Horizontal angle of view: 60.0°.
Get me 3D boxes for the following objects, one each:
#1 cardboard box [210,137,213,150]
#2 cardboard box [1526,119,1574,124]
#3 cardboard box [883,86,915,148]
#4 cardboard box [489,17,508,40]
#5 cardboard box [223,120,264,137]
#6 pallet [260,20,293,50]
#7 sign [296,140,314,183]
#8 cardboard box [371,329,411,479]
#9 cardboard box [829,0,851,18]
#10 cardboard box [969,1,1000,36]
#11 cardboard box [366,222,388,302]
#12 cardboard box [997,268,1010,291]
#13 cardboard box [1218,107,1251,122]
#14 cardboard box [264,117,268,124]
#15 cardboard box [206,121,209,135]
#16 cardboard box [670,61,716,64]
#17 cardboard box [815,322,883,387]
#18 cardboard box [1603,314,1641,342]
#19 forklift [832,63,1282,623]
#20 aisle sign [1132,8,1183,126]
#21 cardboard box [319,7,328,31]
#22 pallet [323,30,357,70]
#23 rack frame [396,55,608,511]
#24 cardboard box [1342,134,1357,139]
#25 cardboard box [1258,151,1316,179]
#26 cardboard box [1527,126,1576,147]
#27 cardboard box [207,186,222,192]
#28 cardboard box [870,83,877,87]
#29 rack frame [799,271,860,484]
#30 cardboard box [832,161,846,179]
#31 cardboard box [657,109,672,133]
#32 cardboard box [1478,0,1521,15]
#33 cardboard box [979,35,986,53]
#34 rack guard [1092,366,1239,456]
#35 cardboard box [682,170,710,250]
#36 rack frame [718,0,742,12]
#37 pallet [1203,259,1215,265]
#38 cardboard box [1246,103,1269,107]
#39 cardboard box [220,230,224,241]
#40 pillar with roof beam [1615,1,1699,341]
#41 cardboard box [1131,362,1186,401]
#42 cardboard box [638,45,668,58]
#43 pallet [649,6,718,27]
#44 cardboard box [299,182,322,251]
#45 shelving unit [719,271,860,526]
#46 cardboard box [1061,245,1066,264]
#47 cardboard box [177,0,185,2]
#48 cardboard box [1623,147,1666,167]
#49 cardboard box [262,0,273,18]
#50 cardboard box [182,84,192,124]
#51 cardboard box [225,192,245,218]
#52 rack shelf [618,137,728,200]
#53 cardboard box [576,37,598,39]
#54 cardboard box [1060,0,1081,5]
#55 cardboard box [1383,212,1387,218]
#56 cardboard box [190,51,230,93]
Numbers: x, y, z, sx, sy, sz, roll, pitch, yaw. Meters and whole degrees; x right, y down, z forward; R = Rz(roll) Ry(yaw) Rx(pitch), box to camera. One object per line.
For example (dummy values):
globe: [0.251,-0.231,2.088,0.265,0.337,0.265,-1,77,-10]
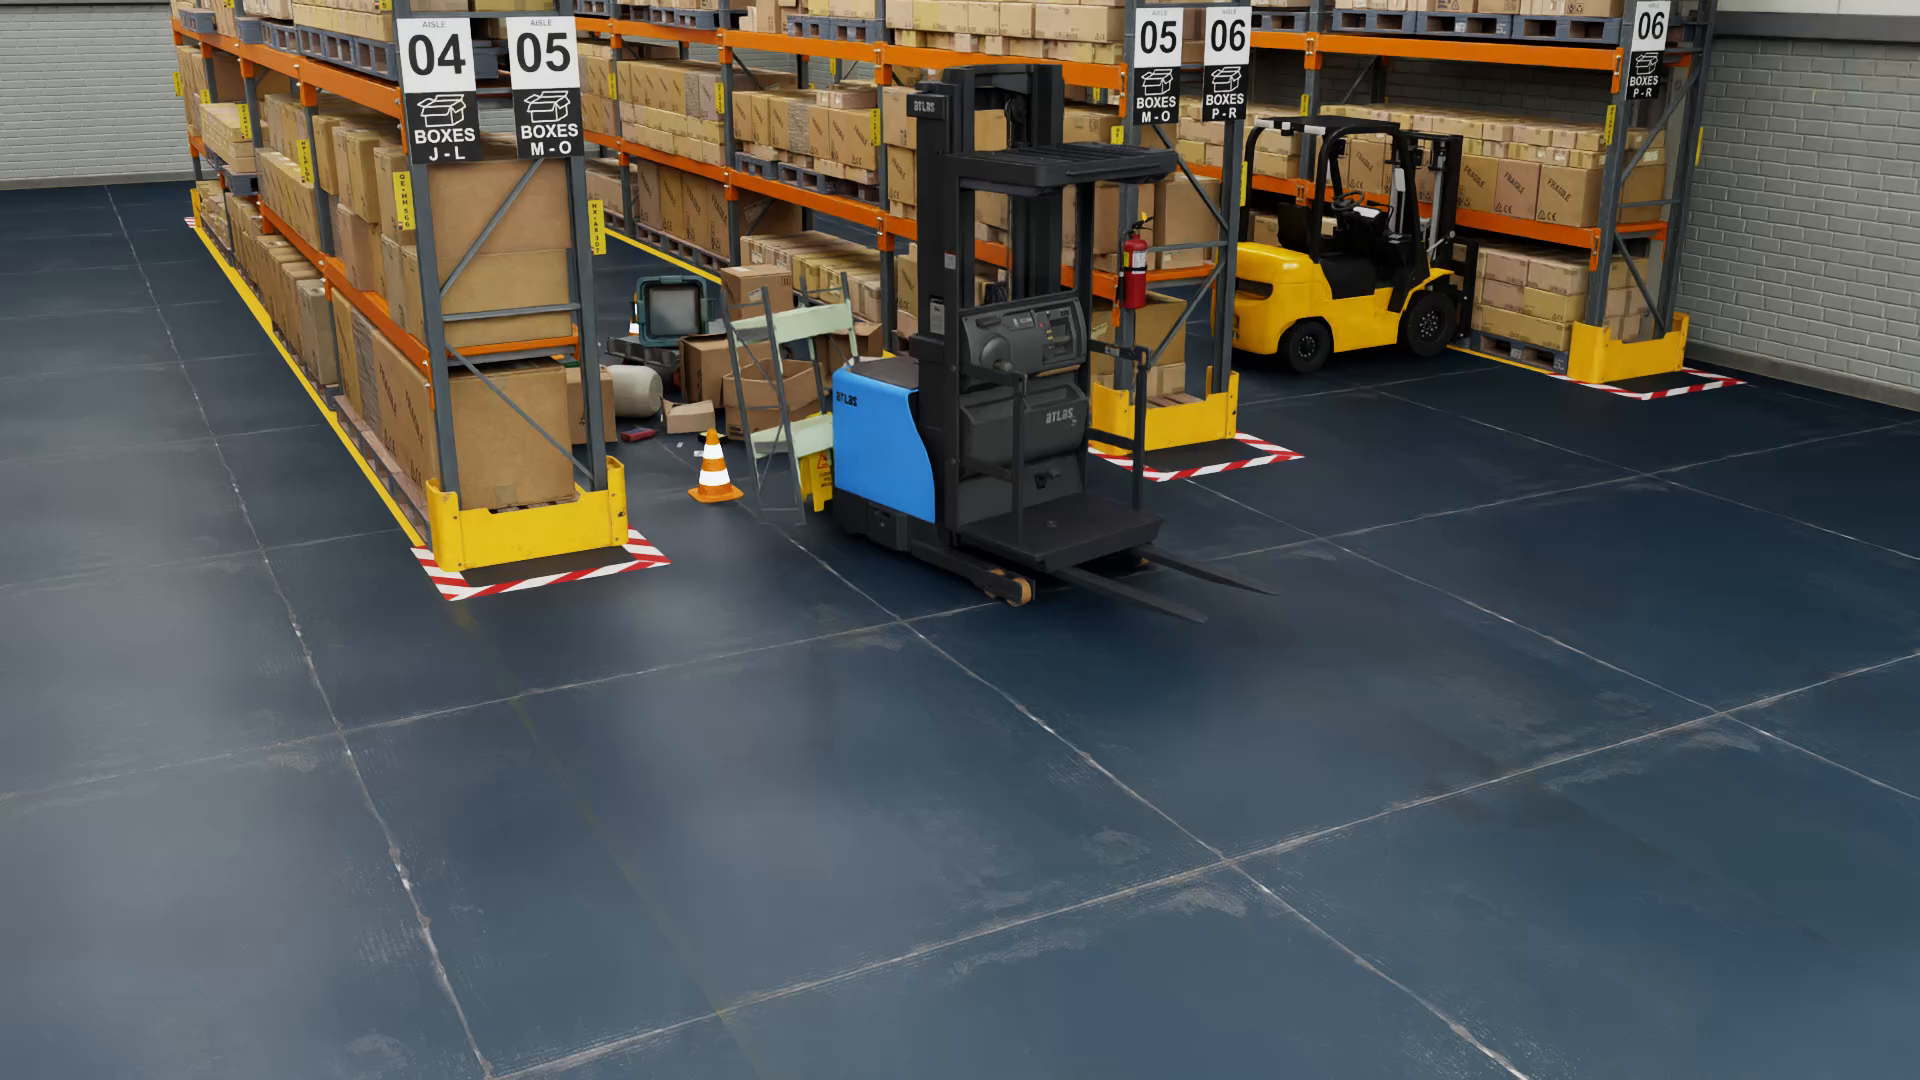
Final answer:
cardboard box: [-8.240,-4.479,18.755,0.380,0.149,0.250,-10,21,-26]
cardboard box: [5.525,-3.851,15.590,0.380,0.149,0.250,-9,21,-25]
cardboard box: [-0.268,-3.807,14.924,0.700,0.500,0.500,-10,22,-27]
cardboard box: [-2.575,-3.055,9.877,0.380,0.149,0.250,-10,21,-26]
cardboard box: [-7.371,-4.237,17.142,0.380,0.149,0.250,-9,21,-25]
pallet: [-5.607,-4.490,14.737,1.003,0.211,1.213,-9,21,-24]
sign: [-5.067,-2.934,12.881,0.100,0.325,0.005,-10,21,-27]
cardboard box: [-3.494,-0.993,11.525,0.875,0.875,0.875,-10,22,-28]
cardboard box: [-0.926,-5.143,15.926,0.500,0.250,0.500,-10,21,-26]
cardboard box: [0.403,-4.188,13.346,0.500,0.250,0.500,-10,21,-26]
cardboard box: [-3.635,-2.013,11.637,0.875,0.550,0.500,-10,21,-27]
cardboard box: [0.530,-2.151,13.694,0.380,0.149,0.250,-9,21,-24]
cardboard box: [3.091,-4.856,18.958,0.380,0.149,0.250,-10,21,-26]
cardboard box: [-7.904,-4.868,19.427,0.380,0.149,0.250,-10,21,-26]
cardboard box: [-8.363,-4.695,18.925,0.380,0.149,0.250,-9,21,-25]
cardboard box: [-3.399,-5.886,21.405,0.500,0.500,0.500,-10,21,-26]
cardboard box: [-0.974,-1.608,14.520,0.500,0.500,0.500,4,19,11]
cardboard box: [5.919,-1.998,15.395,0.500,0.250,0.500,-10,21,-26]
forklift: [0.523,-1.190,9.586,1.130,2.935,3.031,-16,25,-38]
aisle sign: [1.388,-3.324,11.681,0.394,0.787,0.004,-10,21,-27]
cardboard box: [-4.114,-3.533,11.262,0.380,0.149,0.250,-10,21,-27]
pallet: [-3.639,-3.300,11.135,1.003,0.211,1.213,-10,21,-27]
rack frame: [-2.695,-1.362,9.981,1.000,3.000,0.127,-10,21,-27]
cardboard box: [4.125,-4.224,17.126,0.380,0.149,0.250,-9,21,-25]
cardboard box: [3.611,-4.110,18.172,0.500,0.250,0.500,-9,21,-25]
cardboard box: [5.332,-3.630,14.948,0.380,0.149,0.250,-9,21,-25]
cardboard box: [-9.908,-4.673,22.391,0.380,0.149,0.250,-11,22,-29]
cardboard box: [-1.156,-7.129,26.467,0.500,0.250,0.500,-10,22,-28]
rack frame: [-0.787,-0.999,10.949,0.400,1.500,0.023,1,14,39]
cardboard box: [-1.037,-3.638,16.317,0.380,0.149,0.250,-10,22,-28]
cardboard box: [-3.393,-5.159,20.448,0.500,0.250,0.500,-11,22,-28]
cardboard box: [5.157,-5.038,15.084,0.700,0.500,0.500,-10,21,-26]
cardboard box: [0.379,-4.035,13.512,0.380,0.149,0.250,-10,21,-26]
rack guard: [1.578,-0.998,12.758,1.175,0.500,0.348,-10,21,-27]
cardboard box: [-2.860,-4.117,20.577,0.875,0.875,0.875,-10,21,-26]
rack frame: [-2.185,-7.291,17.964,1.000,3.000,0.127,-10,21,-27]
pallet: [3.113,-3.314,19.913,1.003,0.211,1.213,-10,21,-27]
cardboard box: [3.420,-5.009,19.402,0.380,0.149,0.250,-10,21,-26]
cardboard box: [-9.111,-3.871,20.979,0.380,0.149,0.250,-11,22,-28]
pillar with roof beam: [2.654,-5.437,12.591,9.100,9.000,0.400,-10,21,-27]
cardboard box: [1.474,-1.331,13.462,0.500,0.250,0.500,-10,21,-27]
cardboard box: [-4.142,-6.631,22.570,0.380,0.149,0.250,-10,21,-26]
pallet: [-3.071,-6.281,19.925,1.003,0.211,1.213,-9,21,-24]
cardboard box: [-5.077,-2.666,13.607,0.500,0.500,0.500,-10,21,-27]
shelving unit: [-1.009,-0.911,10.672,0.431,1.500,0.755,1,14,39]
cardboard box: [0.927,-2.246,12.927,0.380,0.149,0.250,-10,22,-28]
cardboard box: [-9.593,-6.931,20.984,0.500,0.250,0.500,-11,22,-29]
cardboard box: [6.048,-3.420,14.795,0.380,0.149,0.250,-11,22,-28]
cardboard box: [-5.620,-4.601,14.109,0.500,0.311,0.500,-11,22,-29]
cardboard box: [-10.322,-5.972,22.730,0.500,0.500,0.500,-9,21,-24]
cardboard box: [-8.275,-3.926,19.448,0.500,0.250,0.500,-11,22,-29]
rack shelf: [-3.135,-4.689,20.724,1.077,0.370,4.000,-10,21,-27]
cardboard box: [-5.637,-7.506,25.104,0.380,0.149,0.250,-10,21,-26]
cardboard box: [0.967,-4.036,12.293,0.380,0.149,0.250,-10,22,-27]
cardboard box: [4.485,-3.336,17.740,0.500,0.250,0.500,-10,21,-26]
cardboard box: [-9.335,-5.857,20.866,0.500,0.500,0.500,-9,21,-25]
